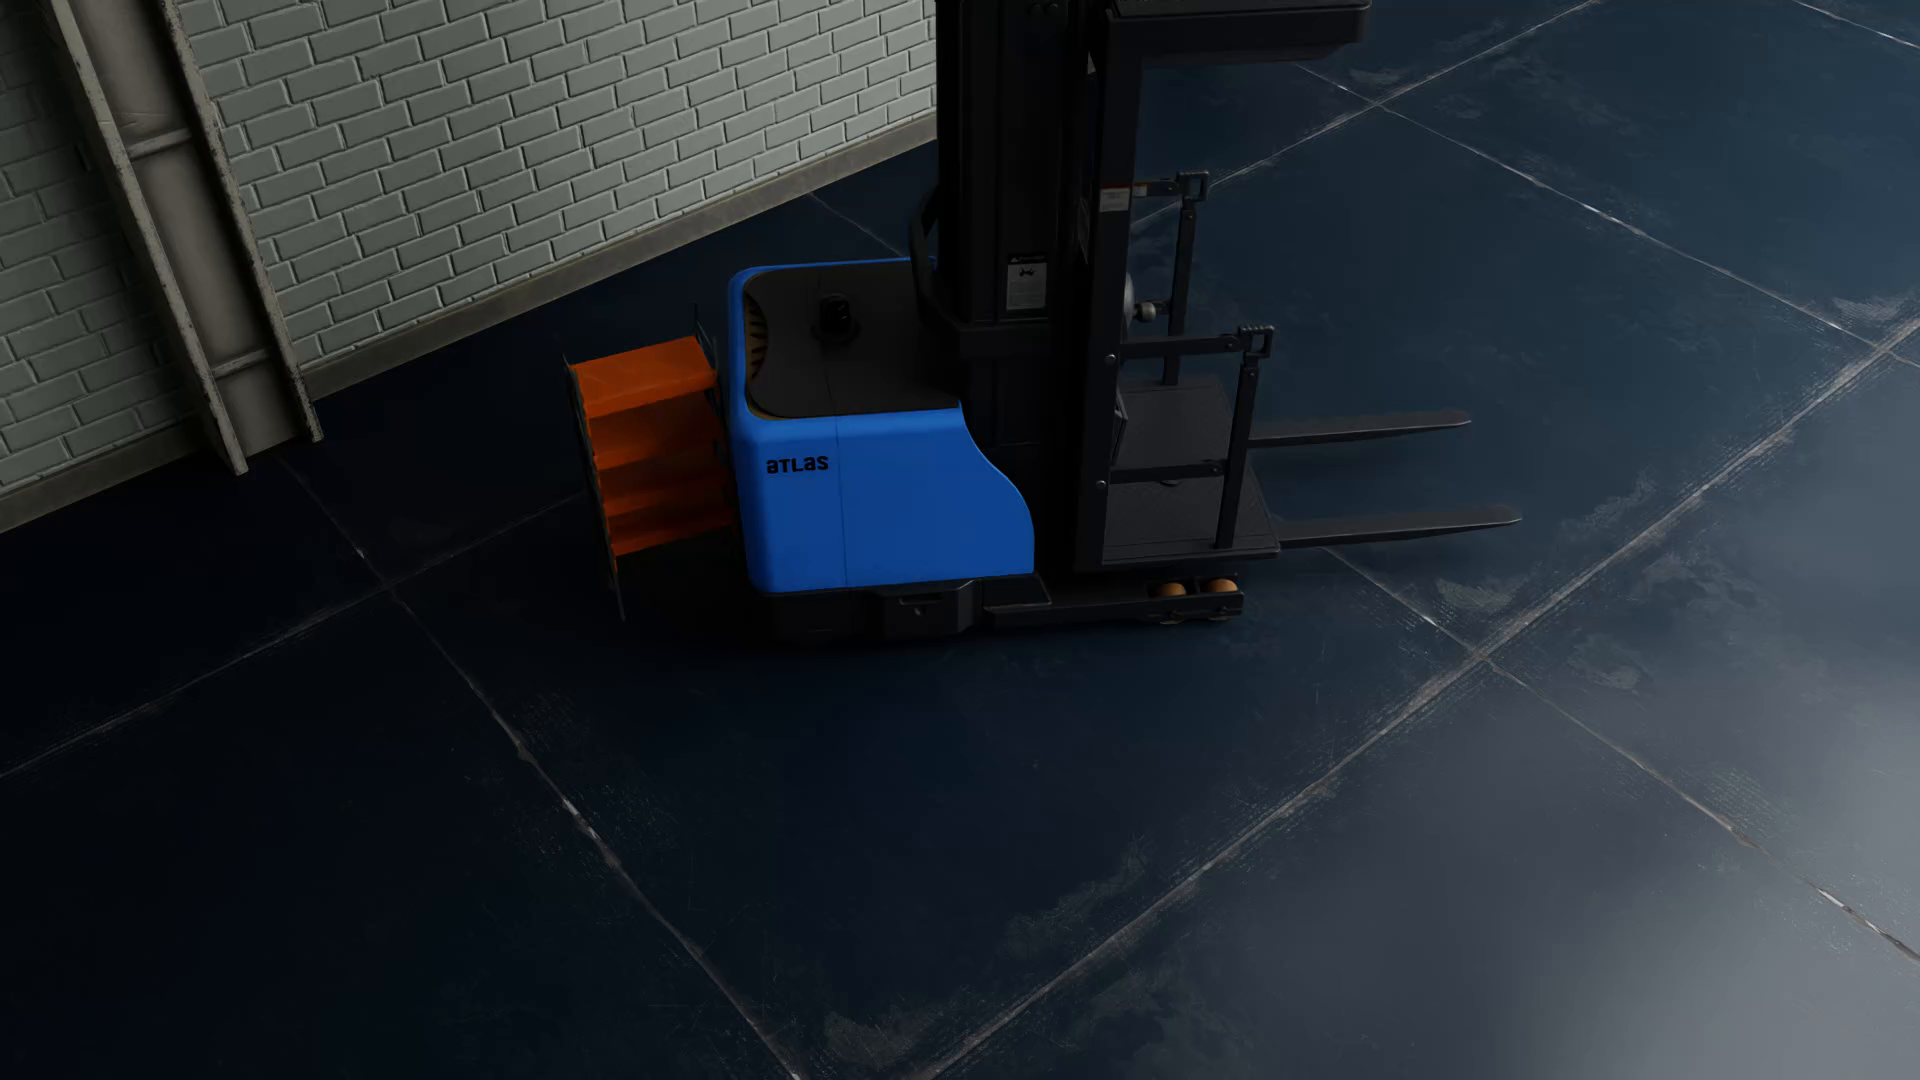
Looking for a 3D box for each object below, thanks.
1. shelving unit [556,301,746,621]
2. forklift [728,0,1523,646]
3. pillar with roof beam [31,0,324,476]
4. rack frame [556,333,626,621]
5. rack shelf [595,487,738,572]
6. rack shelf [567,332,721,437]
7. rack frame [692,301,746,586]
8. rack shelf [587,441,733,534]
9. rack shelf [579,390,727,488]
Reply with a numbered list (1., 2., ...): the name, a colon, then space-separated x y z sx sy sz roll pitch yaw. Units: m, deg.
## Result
1. shelving unit: -1.121 -0.268 6.159 0.503 1.200 0.258 -16 46 -17
2. forklift: 0.665 -1.100 5.781 3.031 2.935 1.130 -4 43 -5
3. pillar with roof beam: -0.249 -1.457 1.728 0.400 9.000 9.100 -30 51 -28
4. rack frame: -1.345 -0.202 6.089 0.015 1.200 0.240 -16 46 -17
5. rack shelf: -1.121 -0.074 6.341 0.480 0.148 0.258 -16 46 -17
6. rack shelf: -1.121 -0.555 5.890 0.480 0.148 0.258 -16 46 -17
7. rack frame: -0.897 -0.335 6.230 0.015 1.200 0.240 -16 46 -17
8. rack shelf: -1.121 -0.219 6.205 0.480 0.148 0.258 -16 46 -17
9. rack shelf: -1.121 -0.382 6.052 0.480 0.148 0.258 -16 46 -17
